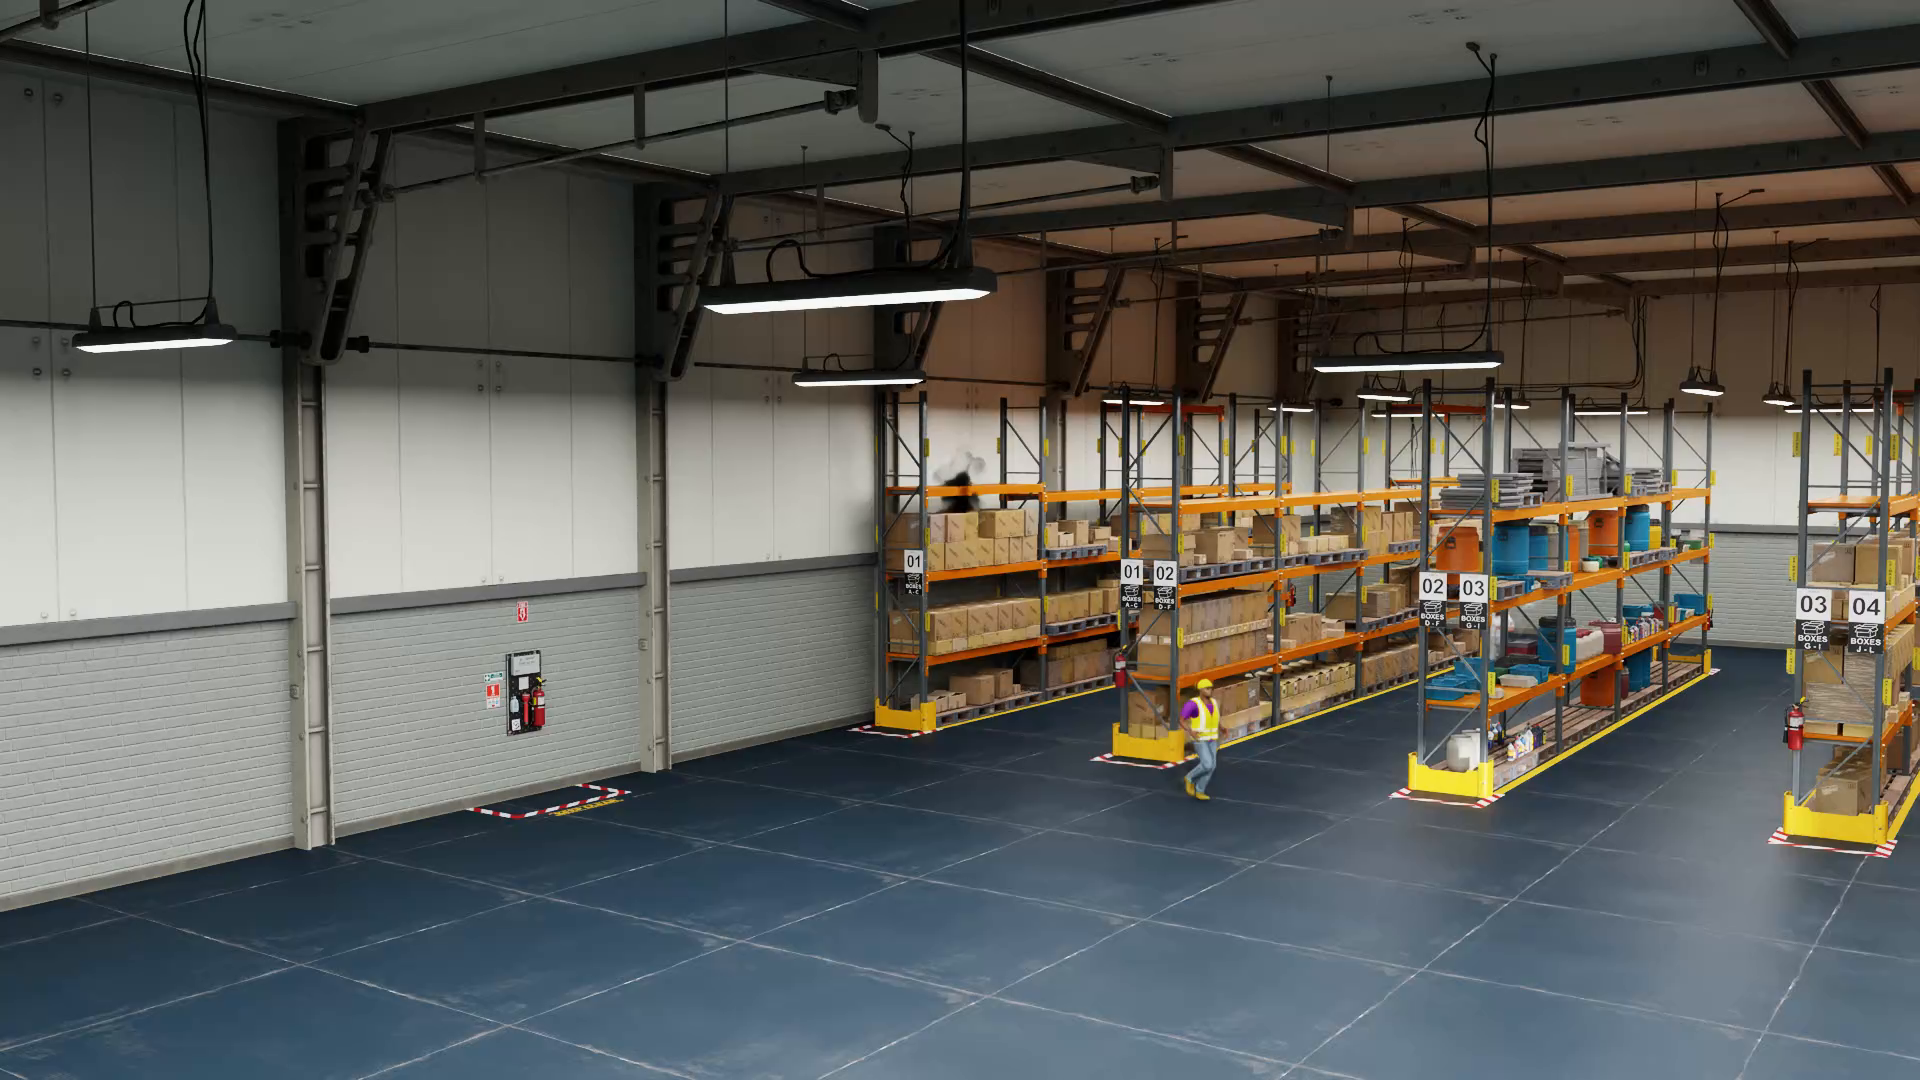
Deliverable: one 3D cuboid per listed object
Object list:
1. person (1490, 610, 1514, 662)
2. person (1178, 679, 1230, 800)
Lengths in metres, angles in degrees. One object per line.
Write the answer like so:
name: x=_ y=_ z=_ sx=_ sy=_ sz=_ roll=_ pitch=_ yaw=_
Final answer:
person: x=11.284 y=2.157 z=34.890 sx=0.658 sy=1.782 sz=0.955 roll=2 pitch=4 yaw=27
person: x=3.474 y=2.828 z=23.554 sx=0.676 sy=1.718 sz=0.571 roll=-2 pitch=4 yaw=-35
